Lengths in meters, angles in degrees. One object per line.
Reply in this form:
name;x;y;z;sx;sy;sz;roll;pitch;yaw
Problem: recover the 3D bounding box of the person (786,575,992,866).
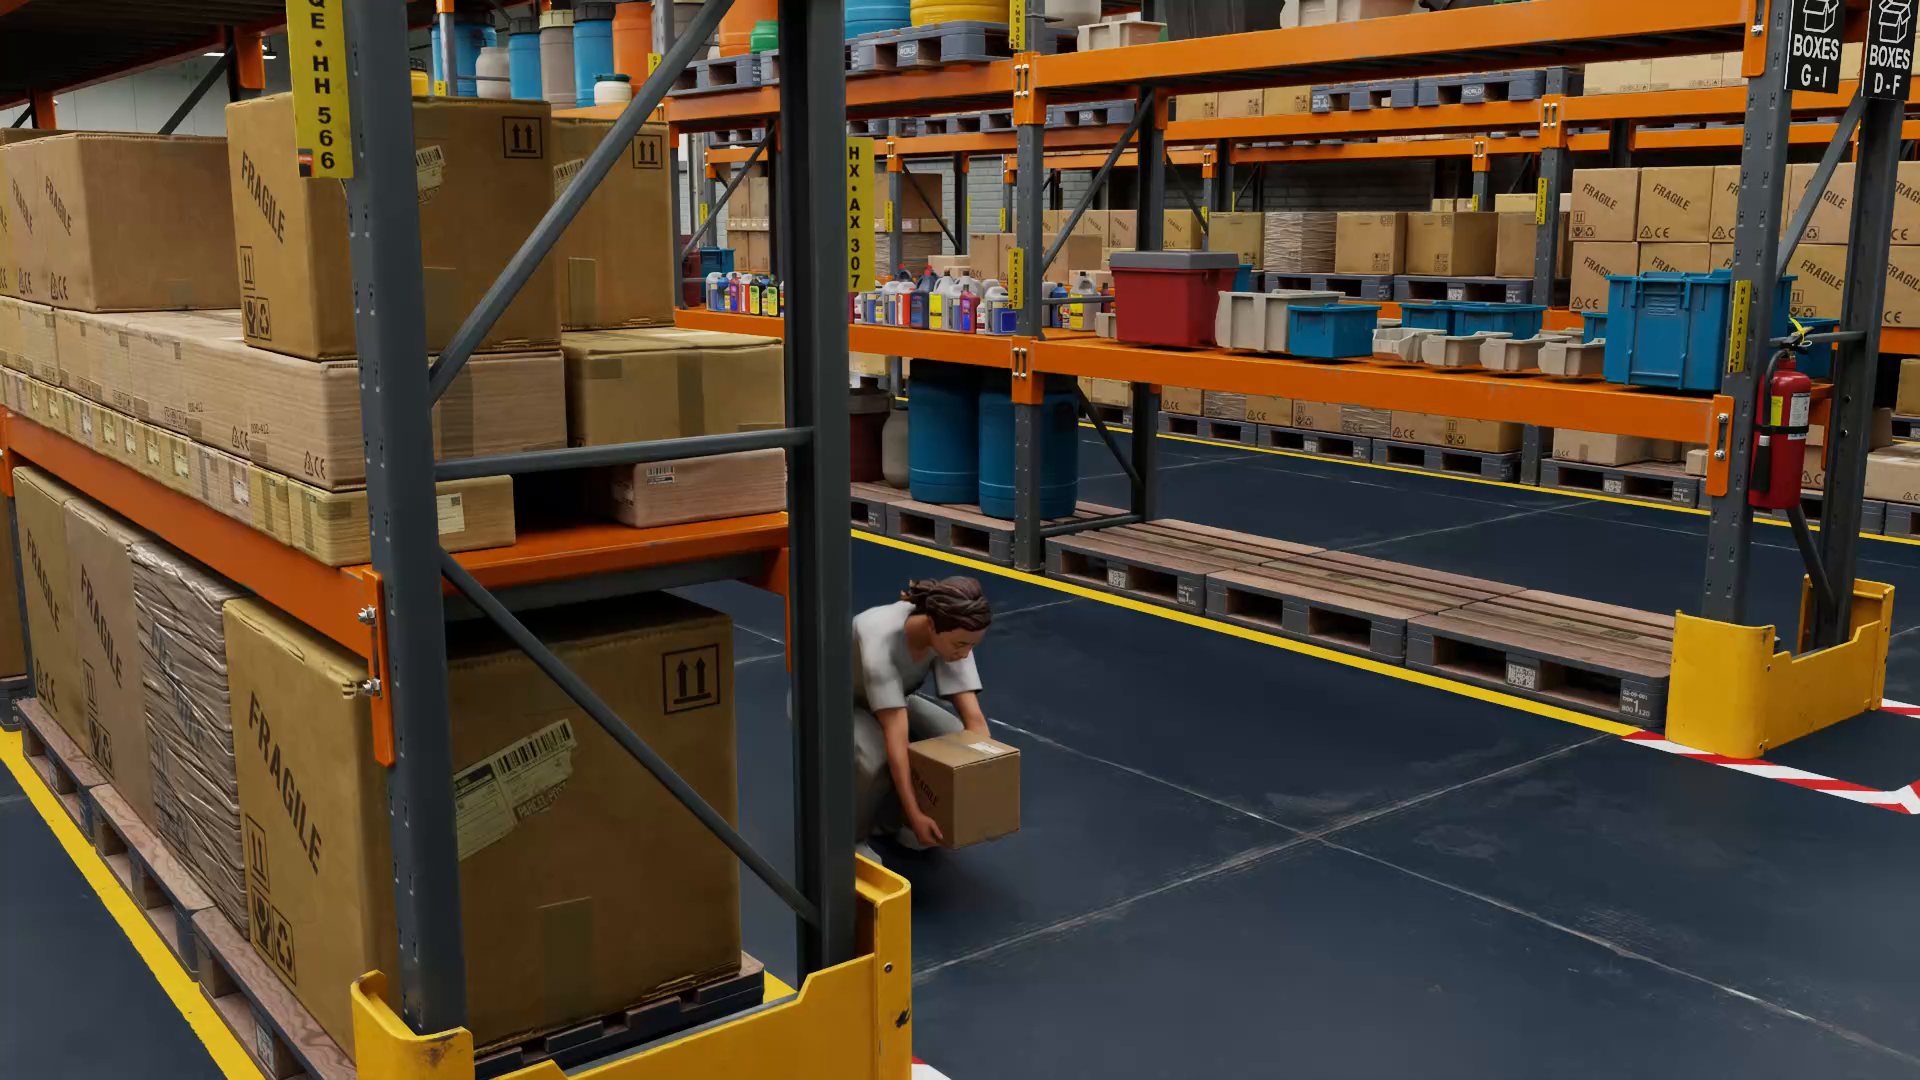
person;-0.191;0.538;5.099;0.454;0.948;0.820;-9;14;-39
